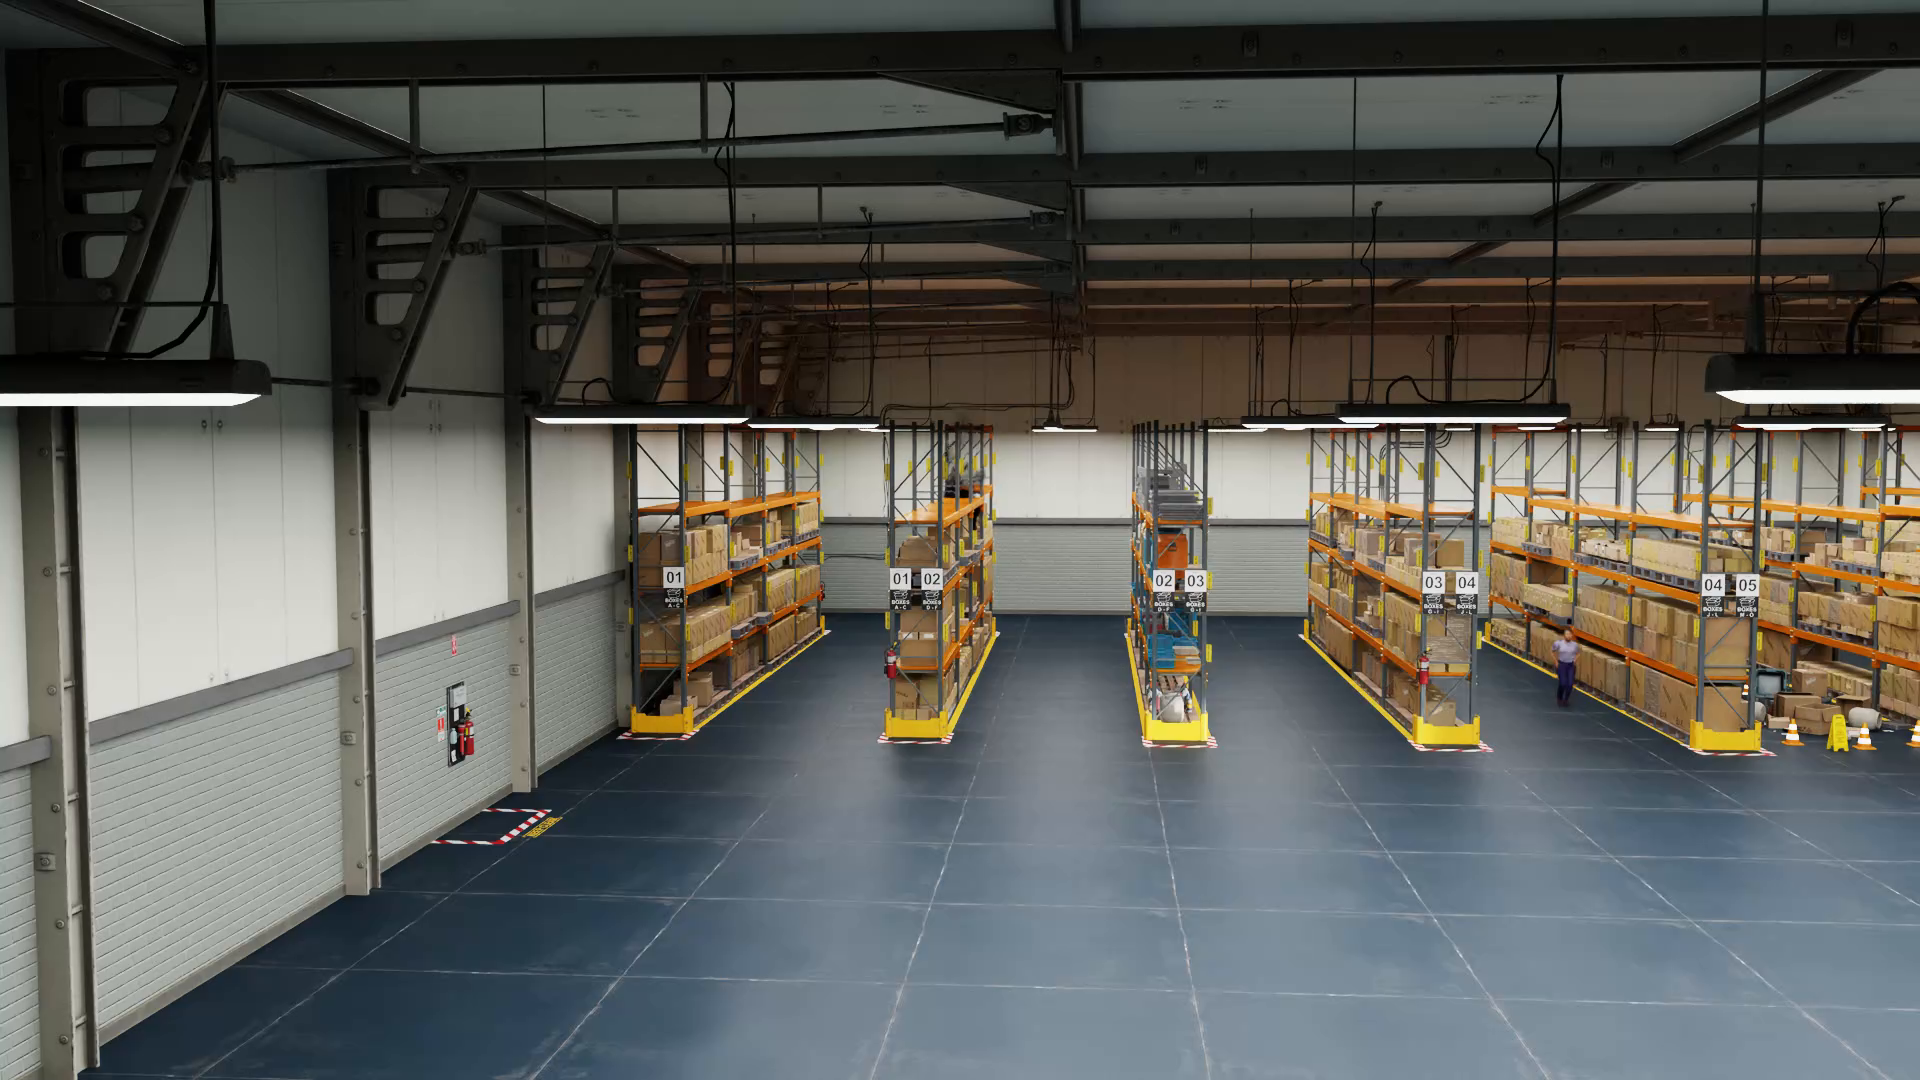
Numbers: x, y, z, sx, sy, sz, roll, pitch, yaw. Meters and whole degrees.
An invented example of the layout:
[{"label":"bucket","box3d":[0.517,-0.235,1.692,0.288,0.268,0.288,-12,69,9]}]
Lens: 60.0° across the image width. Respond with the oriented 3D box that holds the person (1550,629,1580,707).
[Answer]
[{"label":"person","box3d":[12.748,2.712,34.982,0.587,1.659,0.555,0,4,4]}]
